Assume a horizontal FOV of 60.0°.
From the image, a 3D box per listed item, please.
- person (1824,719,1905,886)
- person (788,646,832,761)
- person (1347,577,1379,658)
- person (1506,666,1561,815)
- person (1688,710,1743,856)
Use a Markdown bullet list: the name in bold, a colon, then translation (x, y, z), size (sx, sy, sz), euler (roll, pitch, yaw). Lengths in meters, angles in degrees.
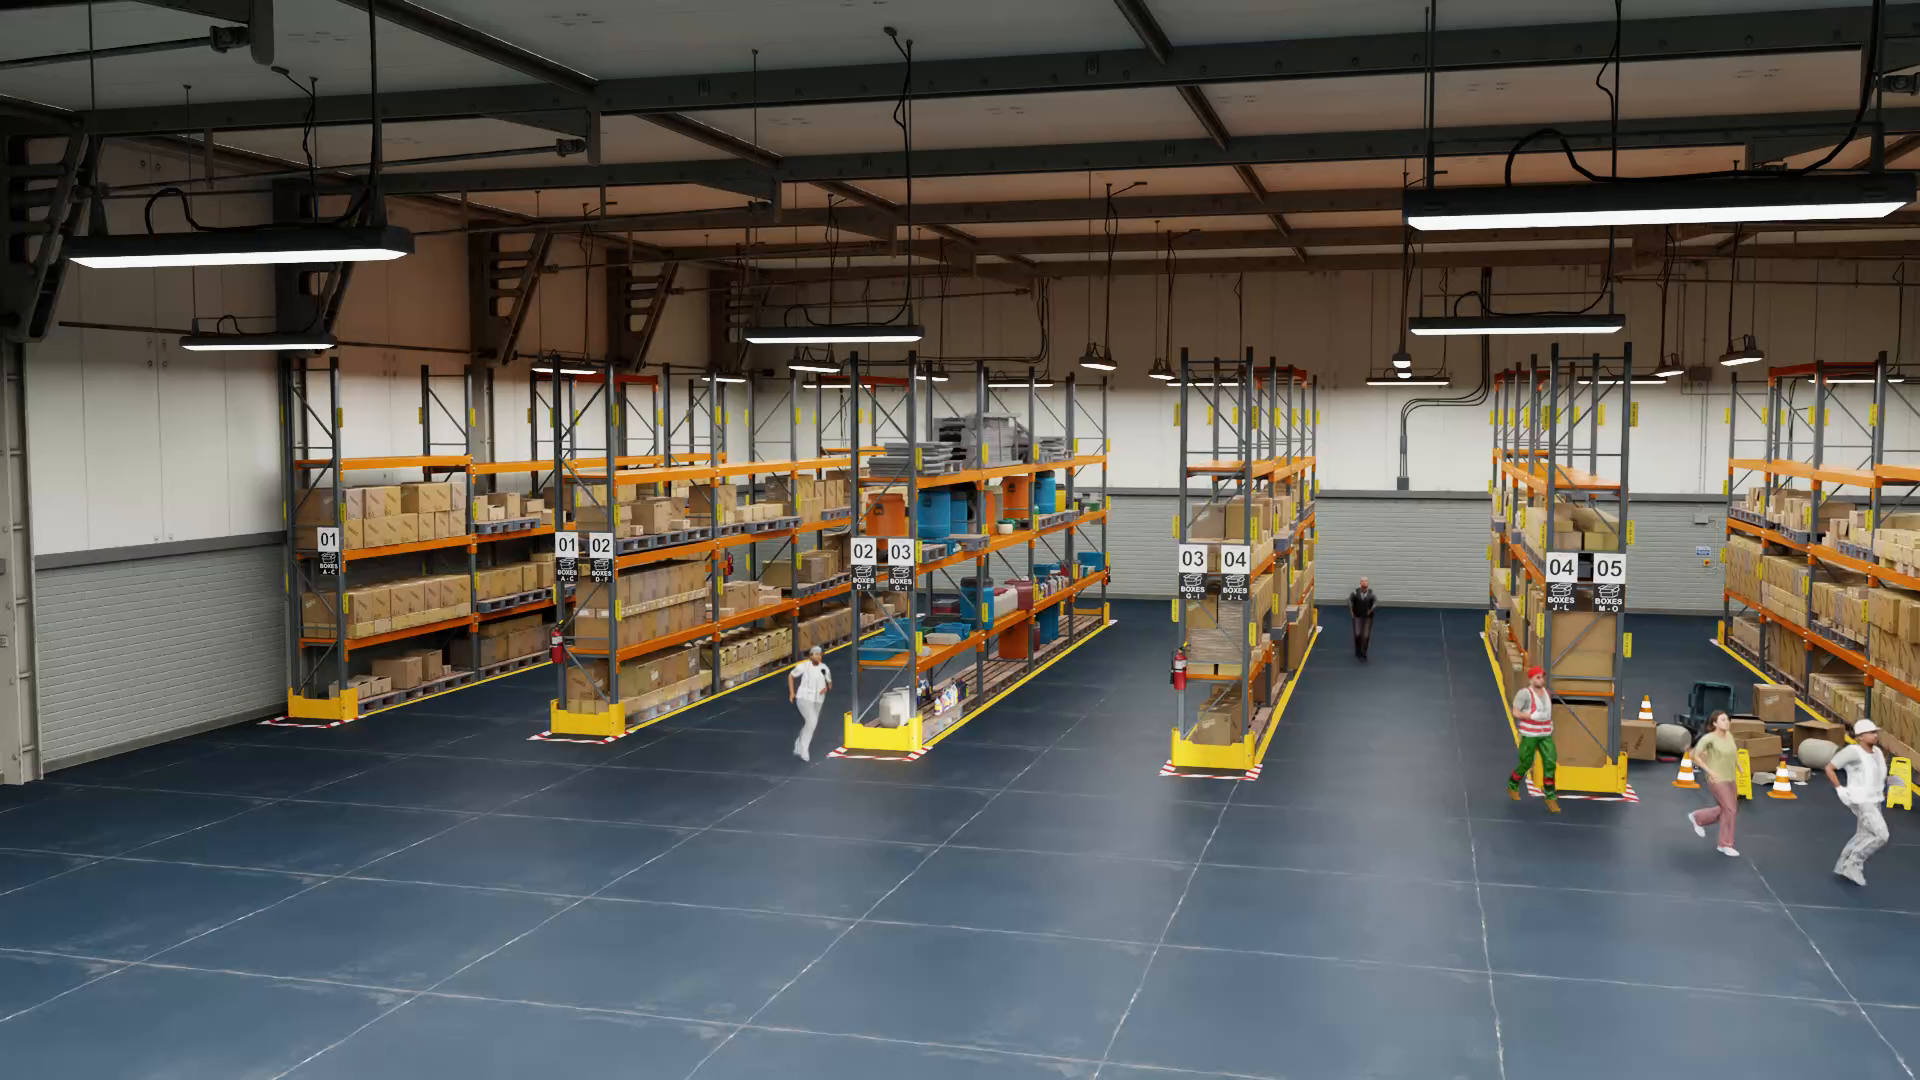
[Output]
- **person**: translation (9.703, 2.809, 17.772), size (0.659, 1.772, 0.688), euler (-3, 5, -35)
- **person**: translation (-2.161, 2.386, 24.477), size (0.596, 1.616, 0.652), euler (-3, 5, -32)
- **person**: translation (8.367, 1.623, 34.557), size (0.642, 1.705, 0.542), euler (1, 4, 14)
- **person**: translation (7.357, 2.534, 21.313), size (0.652, 1.840, 0.825), euler (-1, 4, -17)
- **person**: translation (8.754, 2.780, 19.243), size (0.575, 1.653, 0.687), euler (-2, 5, -25)
